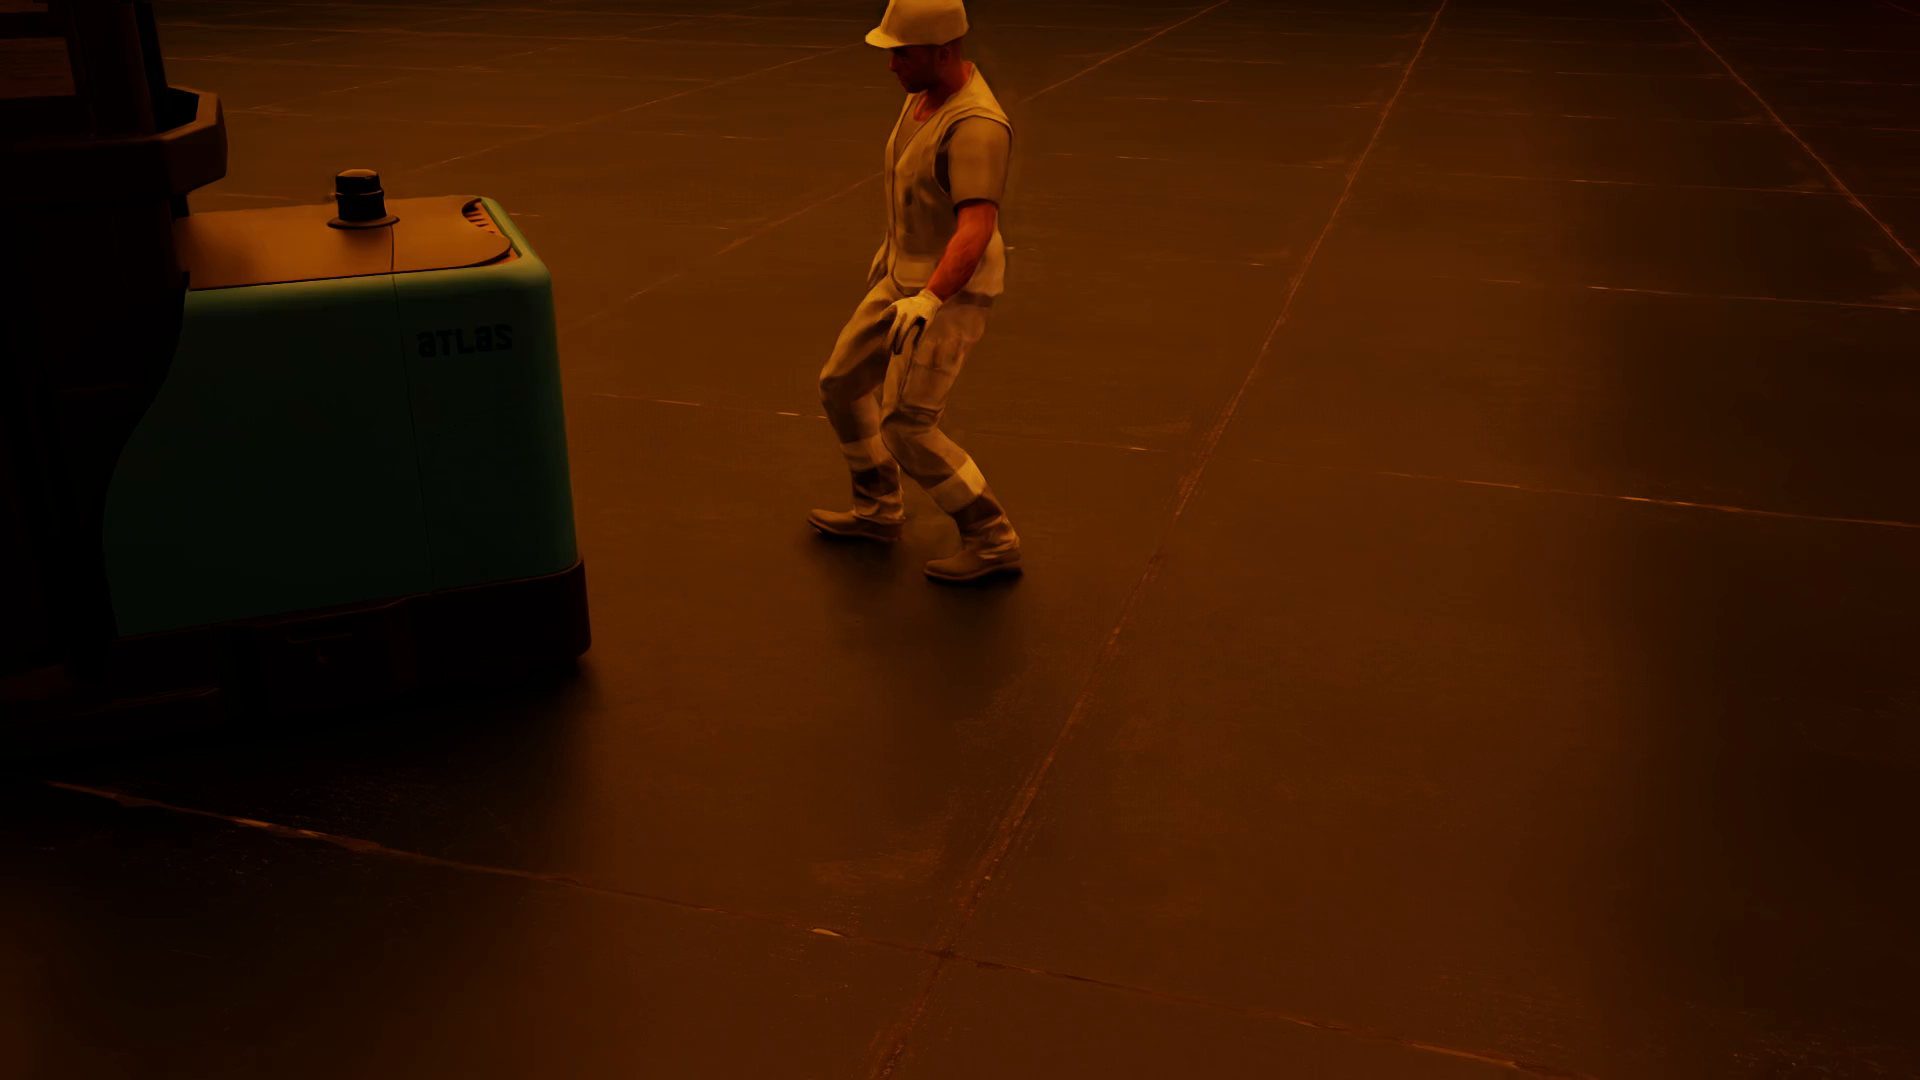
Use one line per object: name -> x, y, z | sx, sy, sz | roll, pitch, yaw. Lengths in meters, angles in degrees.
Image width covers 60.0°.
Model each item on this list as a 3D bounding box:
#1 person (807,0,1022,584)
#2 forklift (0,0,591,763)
person -> -0.130, -0.698, 4.702 | 0.540, 1.685, 0.941 | -7, 24, -18
forklift -> -2.518, -0.962, 3.609 | 3.031, 2.935, 1.130 | -9, 24, -20
